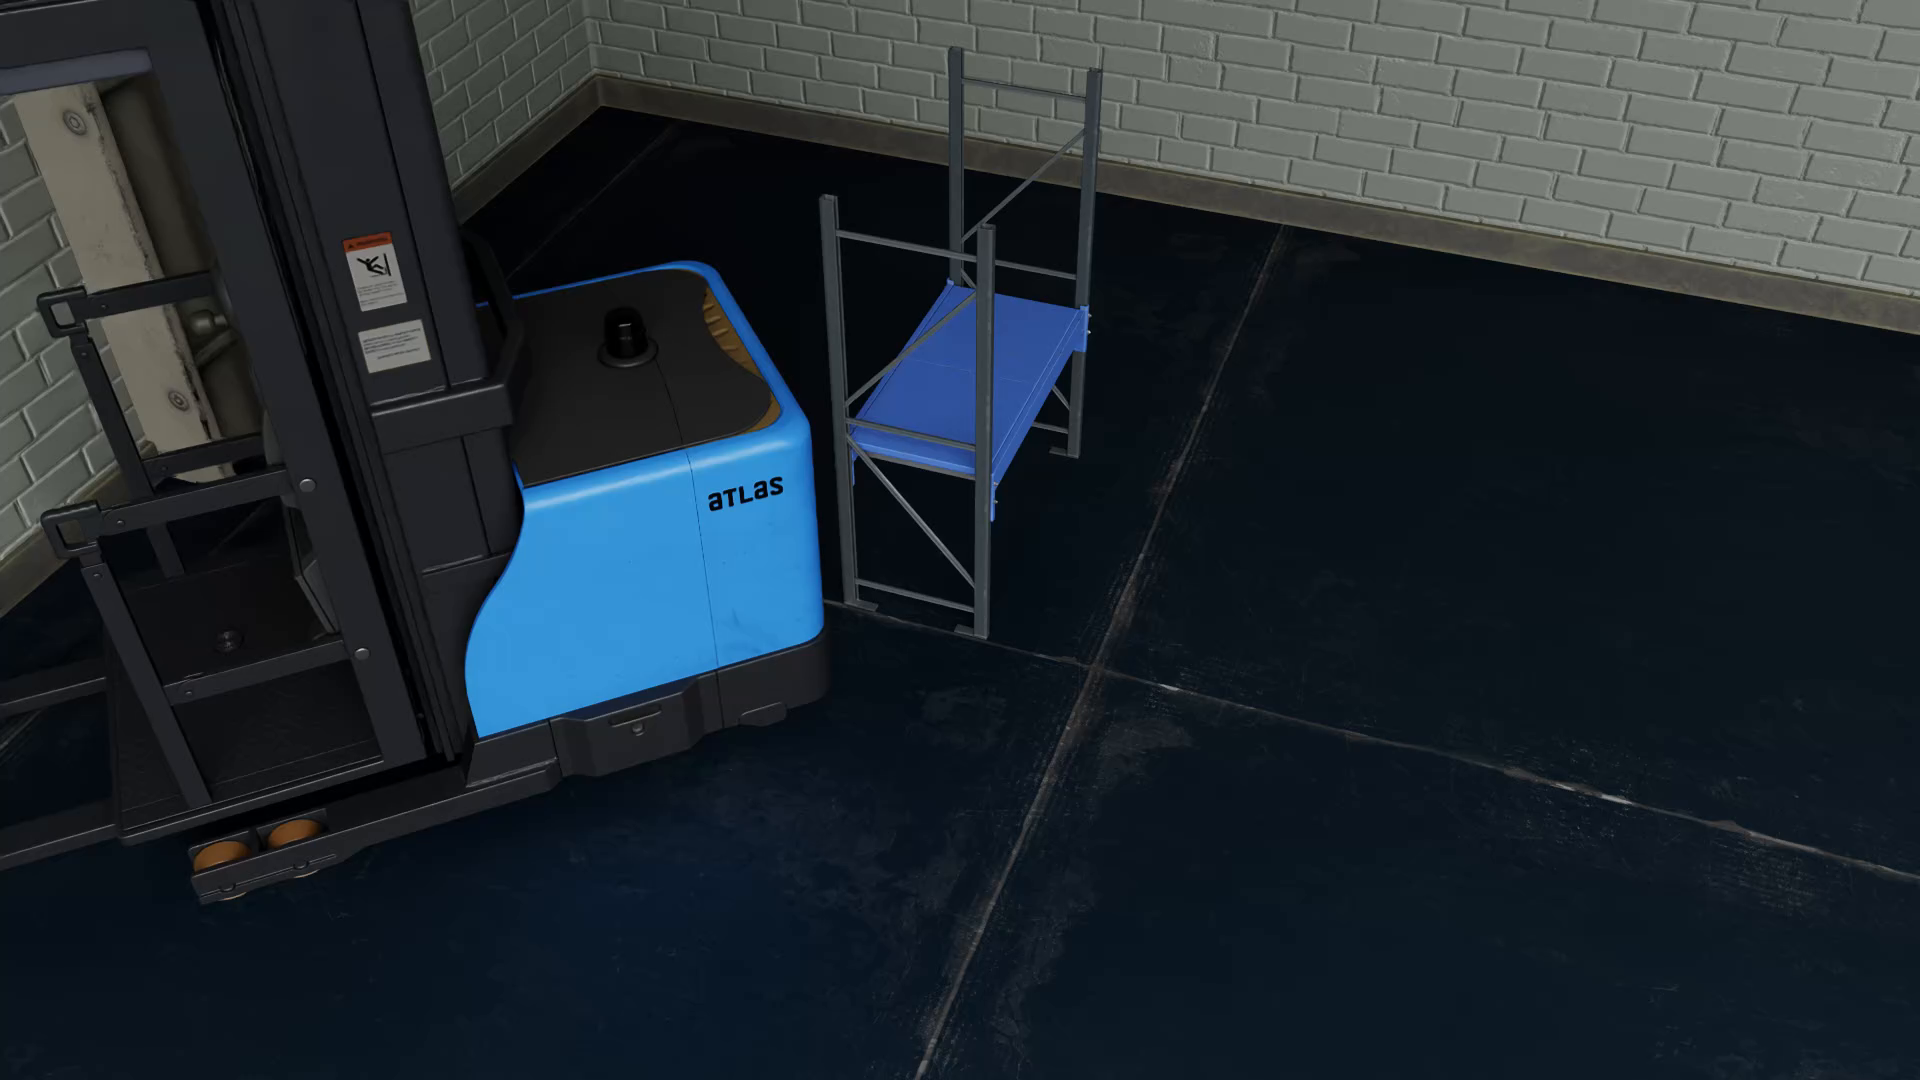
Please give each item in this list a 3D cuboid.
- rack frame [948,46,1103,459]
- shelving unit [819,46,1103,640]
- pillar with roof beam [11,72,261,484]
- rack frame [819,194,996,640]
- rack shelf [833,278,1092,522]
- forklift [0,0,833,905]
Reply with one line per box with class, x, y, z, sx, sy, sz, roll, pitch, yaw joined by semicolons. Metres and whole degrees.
rack frame;0.203;-0.933;5.688;0.500;1.500;0.032;13;42;15
shelving unit;0.029;-0.623;5.324;0.538;1.500;1.048;13;42;15
pillar with roof beam;1.353;-2.796;2.094;9.100;9.000;0.400;13;42;15
rack frame;-0.145;-0.313;4.961;0.500;1.500;0.032;13;42;15
rack shelf;0.029;-0.486;5.441;0.538;0.185;1.000;13;42;15
forklift;-1.957;-0.515;4.095;3.031;2.935;1.130;-16;43;-18
